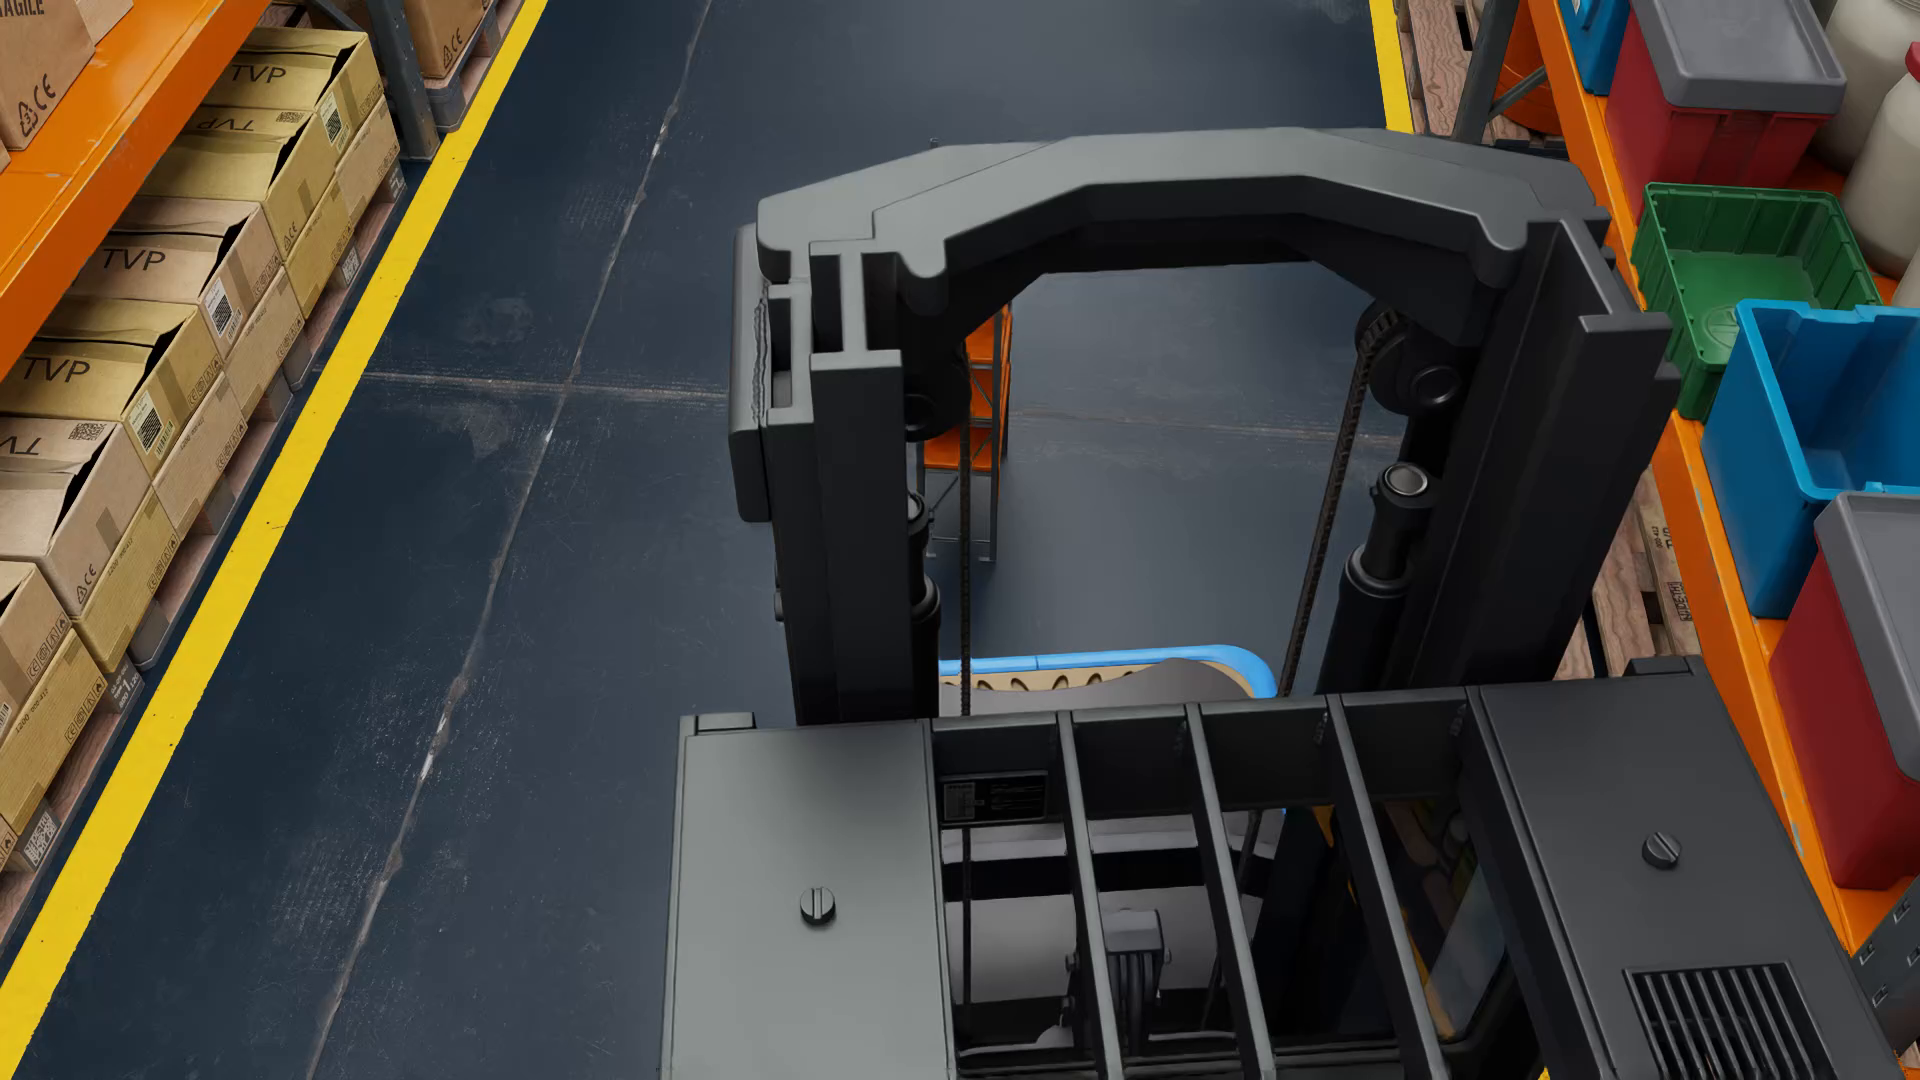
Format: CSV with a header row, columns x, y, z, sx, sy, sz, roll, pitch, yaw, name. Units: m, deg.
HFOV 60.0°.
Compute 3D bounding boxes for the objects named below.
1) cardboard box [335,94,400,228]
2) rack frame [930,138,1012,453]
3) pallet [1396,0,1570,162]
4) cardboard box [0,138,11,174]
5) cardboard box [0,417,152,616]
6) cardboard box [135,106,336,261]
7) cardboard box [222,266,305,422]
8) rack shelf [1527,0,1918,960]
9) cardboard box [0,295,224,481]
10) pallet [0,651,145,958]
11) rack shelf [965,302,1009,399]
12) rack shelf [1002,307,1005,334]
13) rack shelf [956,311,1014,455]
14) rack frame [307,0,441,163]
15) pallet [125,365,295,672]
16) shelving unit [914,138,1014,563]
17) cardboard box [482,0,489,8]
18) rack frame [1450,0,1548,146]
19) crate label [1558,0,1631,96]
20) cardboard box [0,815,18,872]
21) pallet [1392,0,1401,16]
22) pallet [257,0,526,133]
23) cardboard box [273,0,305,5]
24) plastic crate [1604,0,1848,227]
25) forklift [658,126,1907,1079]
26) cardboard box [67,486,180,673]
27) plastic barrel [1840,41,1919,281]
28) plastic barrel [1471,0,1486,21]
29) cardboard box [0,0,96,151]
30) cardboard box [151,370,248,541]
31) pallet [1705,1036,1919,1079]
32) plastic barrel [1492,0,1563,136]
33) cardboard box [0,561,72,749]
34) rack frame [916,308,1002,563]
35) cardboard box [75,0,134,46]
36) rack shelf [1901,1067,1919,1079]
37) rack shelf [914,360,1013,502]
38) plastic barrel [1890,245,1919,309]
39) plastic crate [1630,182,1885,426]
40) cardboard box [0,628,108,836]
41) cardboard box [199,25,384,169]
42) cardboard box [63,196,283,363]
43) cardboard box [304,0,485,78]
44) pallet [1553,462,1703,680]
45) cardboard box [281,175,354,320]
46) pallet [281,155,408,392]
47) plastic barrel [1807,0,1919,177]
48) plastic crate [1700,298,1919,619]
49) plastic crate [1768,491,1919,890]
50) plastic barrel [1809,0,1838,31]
x,y,z,sx,sy,sz,roll,pitch,yaw,name
-2.401,-1.405,6.081,0.500,0.250,0.500,5,48,4,cardboard box
0.037,-0.706,5.083,0.240,1.200,0.015,4,48,4,rack frame
2.367,-1.900,6.844,1.003,0.211,1.213,4,48,4,pallet
-2.780,-1.007,4.071,0.500,0.500,0.500,4,48,4,cardboard box
-2.578,-0.093,4.501,0.500,0.311,0.500,2,48,2,cardboard box
-2.439,-1.214,5.526,0.500,0.311,0.500,3,48,3,cardboard box
-2.493,-0.657,5.397,0.500,0.250,0.500,5,48,4,cardboard box
2.154,-0.546,4.204,1.077,0.370,4.000,4,48,4,rack shelf
-2.536,-0.475,4.850,0.500,0.311,0.500,5,48,5,cardboard box
-2.932,0.742,4.428,1.003,0.211,1.213,4,48,4,pallet
0.015,-0.632,4.803,0.258,0.148,0.480,4,48,4,rack shelf
0.015,-0.792,4.629,0.258,0.148,0.480,4,48,4,rack shelf
0.015,-0.481,4.968,0.258,0.148,0.480,4,48,4,rack shelf
-2.596,-2.594,5.590,1.000,3.000,0.127,4,48,4,rack frame
-2.823,-0.157,5.251,1.003,0.211,1.213,4,48,4,pallet
0.015,-0.527,4.919,0.258,1.200,0.503,4,48,4,shelving unit
-2.228,-2.600,6.991,0.500,0.500,0.500,2,48,2,cardboard box
2.337,-2.259,5.283,1.000,3.000,0.127,4,48,4,rack frame
1.977,-1.559,4.619,0.502,0.435,0.616,4,48,4,crate label
-2.677,0.851,4.017,0.500,0.250,0.500,3,48,3,cardboard box
2.481,-2.794,7.662,1.003,0.211,1.213,4,48,4,pallet
-2.490,-2.199,7.119,1.003,0.211,1.213,4,48,4,pallet
-2.744,-2.602,6.993,0.500,0.500,0.500,6,48,5,cardboard box
1.885,-1.113,4.192,0.402,0.464,0.583,4,48,4,plastic crate
0.272,1.069,2.286,1.130,2.935,3.031,-3,48,-3,forklift
-2.584,0.095,4.709,0.500,0.250,0.500,3,48,2,cardboard box
2.384,-0.910,3.958,0.433,0.535,0.433,0,48,0,plastic barrel
2.327,-2.342,6.761,0.421,0.512,0.421,0,48,0,plastic barrel
-2.732,-1.394,4.425,0.500,0.500,0.500,2,48,1,cardboard box
-2.537,-0.279,5.051,0.500,0.250,0.500,5,48,4,cardboard box
2.005,1.042,4.154,1.003,0.211,1.213,4,48,4,pallet
2.364,-2.029,6.259,0.600,0.830,0.708,4,48,4,plastic barrel
-2.624,0.287,4.153,0.500,0.311,0.500,3,48,3,cardboard box
-0.007,-0.347,4.755,0.240,1.200,0.015,4,48,4,rack frame
-2.656,-1.569,4.822,0.380,0.149,0.250,7,48,6,cardboard box
1.790,2.393,1.516,1.077,0.370,4.000,4,48,4,rack shelf
0.015,-0.347,5.115,0.258,0.148,0.480,4,48,4,rack shelf
2.345,-0.593,3.667,0.433,0.535,0.433,0,48,0,plastic barrel
1.850,-0.546,3.861,0.450,0.188,0.662,4,48,4,plastic crate
-2.629,0.476,4.361,0.500,0.250,0.500,5,48,5,cardboard box
-2.398,-1.596,5.876,0.500,0.311,0.500,5,48,5,cardboard box
-2.488,-0.843,5.187,0.500,0.311,0.500,4,48,3,cardboard box
-2.270,-2.215,6.639,0.500,0.500,0.500,6,48,5,cardboard box
2.114,0.143,4.976,1.003,0.211,1.213,4,48,4,pallet
-2.444,-1.026,5.735,0.500,0.250,0.500,3,48,3,cardboard box
-2.710,-1.051,6.068,1.003,0.211,1.213,4,48,4,pallet
2.417,-1.216,4.254,0.421,0.512,0.421,0,48,0,plastic barrel
1.763,-0.145,3.361,0.392,0.384,0.575,4,48,4,plastic crate
1.712,0.283,2.915,0.402,0.464,0.583,4,48,4,plastic crate
2.456,-1.526,4.537,0.421,0.512,0.421,0,48,0,plastic barrel
